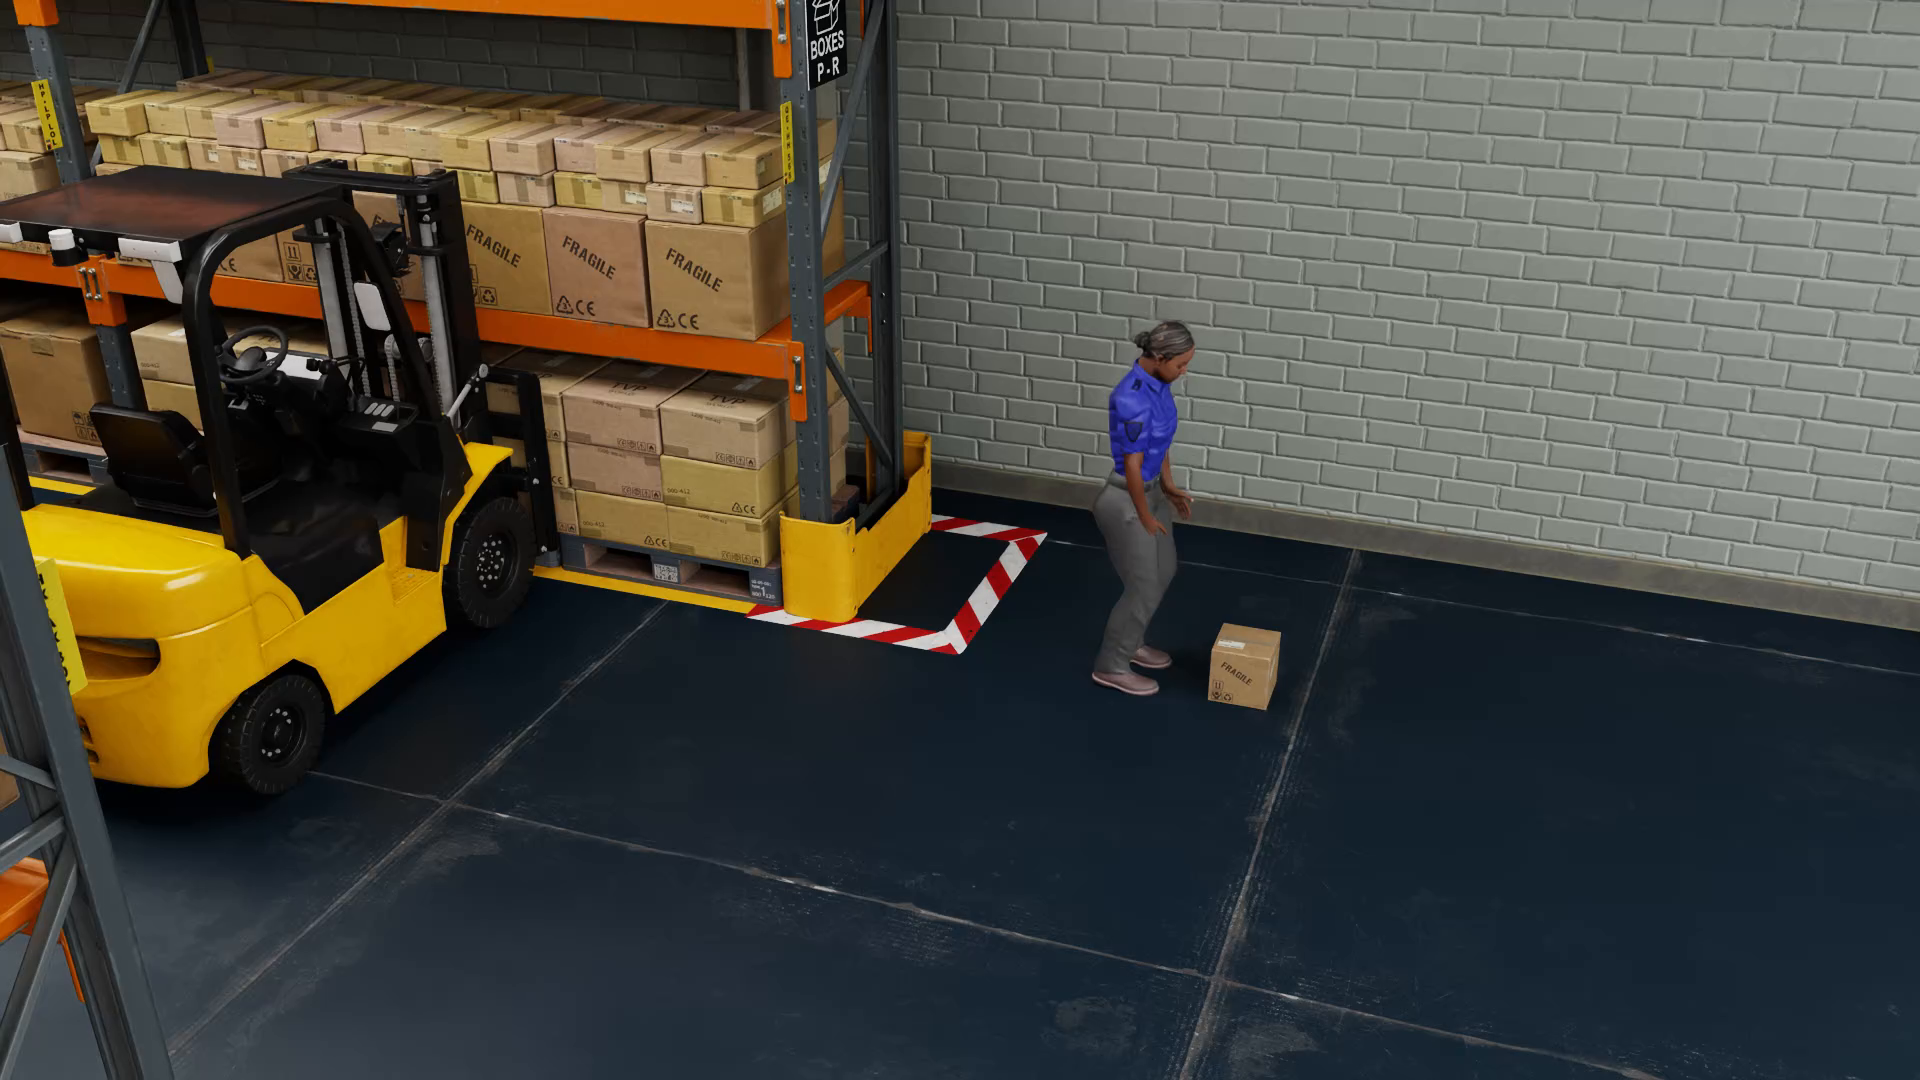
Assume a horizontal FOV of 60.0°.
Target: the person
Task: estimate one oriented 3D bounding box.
[{"bbox_3d":[0.768,-0.149,6.986,0.367,1.618,0.453,9,27,19],"label":"person"}]
